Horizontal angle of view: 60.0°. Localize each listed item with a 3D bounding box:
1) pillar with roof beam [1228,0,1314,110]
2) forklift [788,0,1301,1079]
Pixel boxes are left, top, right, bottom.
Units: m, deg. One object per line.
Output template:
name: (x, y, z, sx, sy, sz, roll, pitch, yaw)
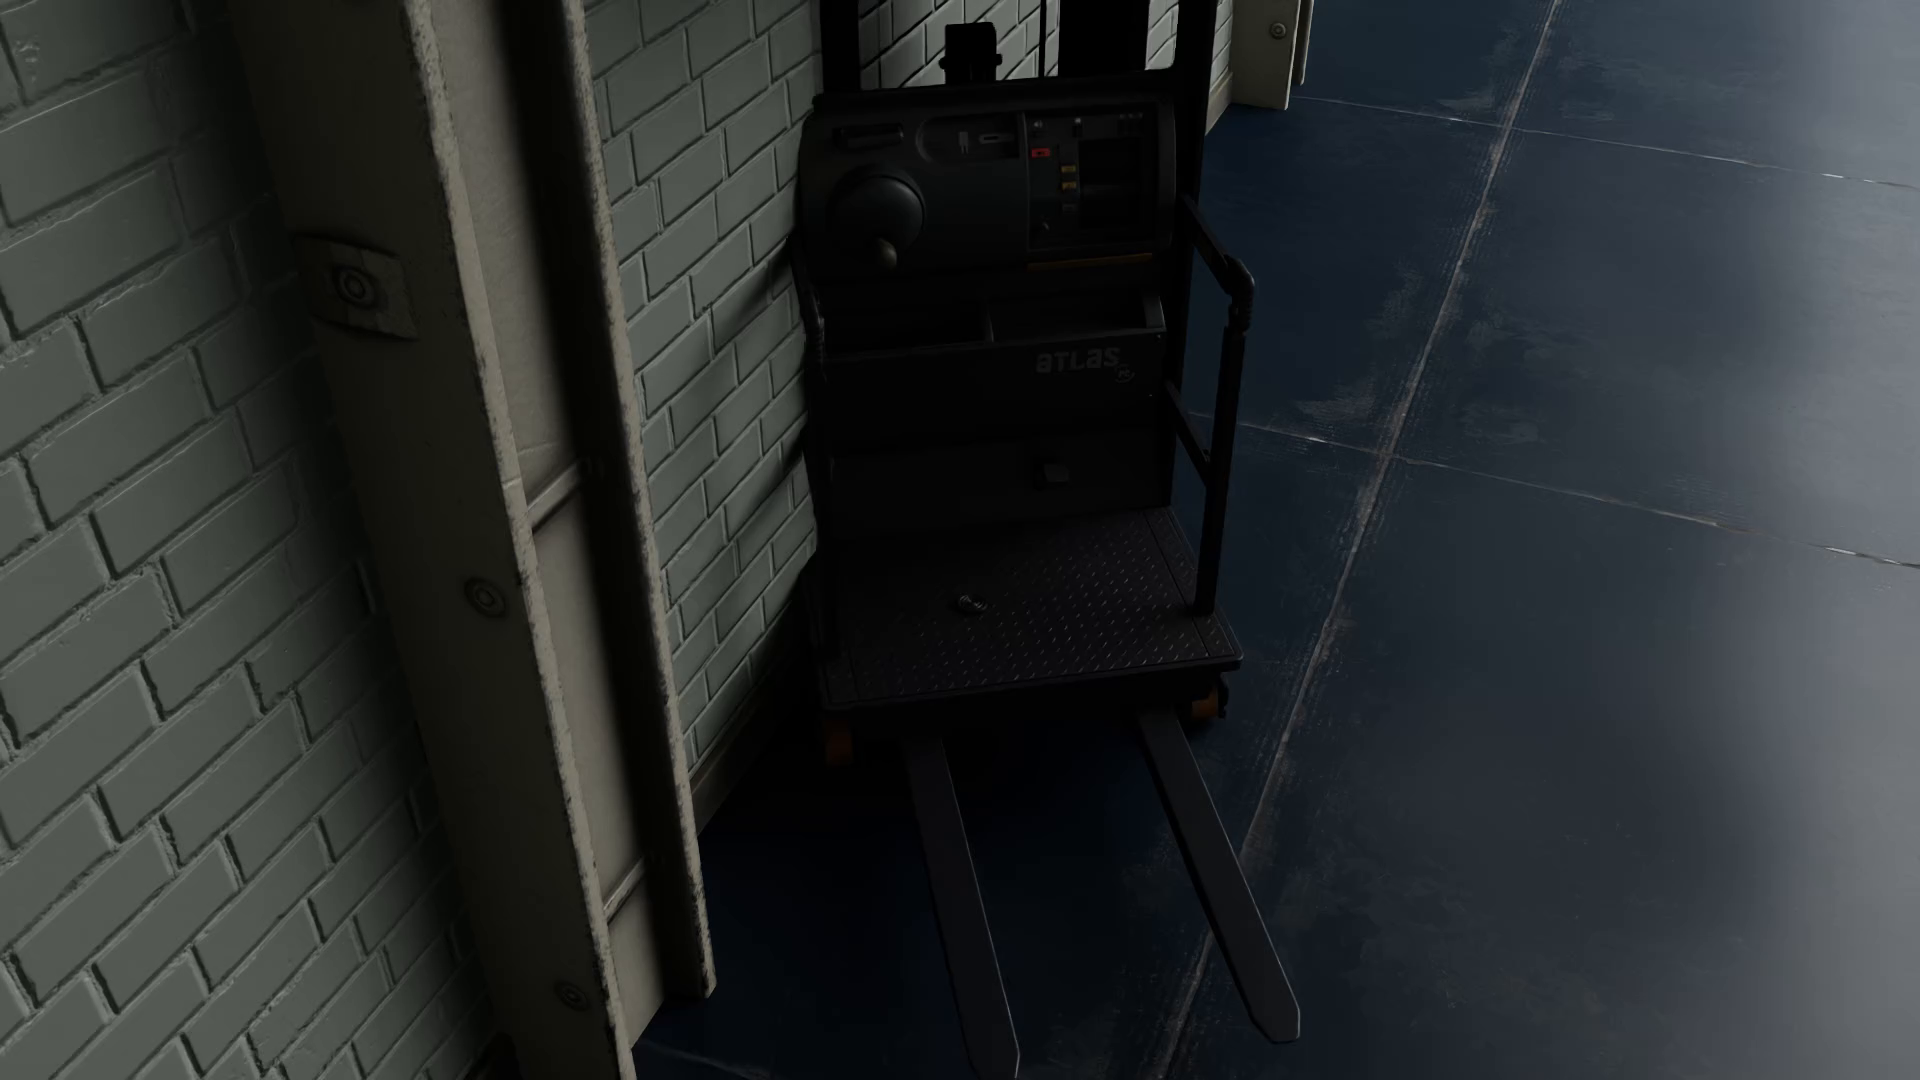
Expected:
pillar with roof beam: (5.483, -4.843, 4.212, 9.100, 9.000, 0.400, 14, 39, 18)
forklift: (0.111, -0.806, 3.880, 1.130, 2.935, 3.031, -6, 37, -8)
